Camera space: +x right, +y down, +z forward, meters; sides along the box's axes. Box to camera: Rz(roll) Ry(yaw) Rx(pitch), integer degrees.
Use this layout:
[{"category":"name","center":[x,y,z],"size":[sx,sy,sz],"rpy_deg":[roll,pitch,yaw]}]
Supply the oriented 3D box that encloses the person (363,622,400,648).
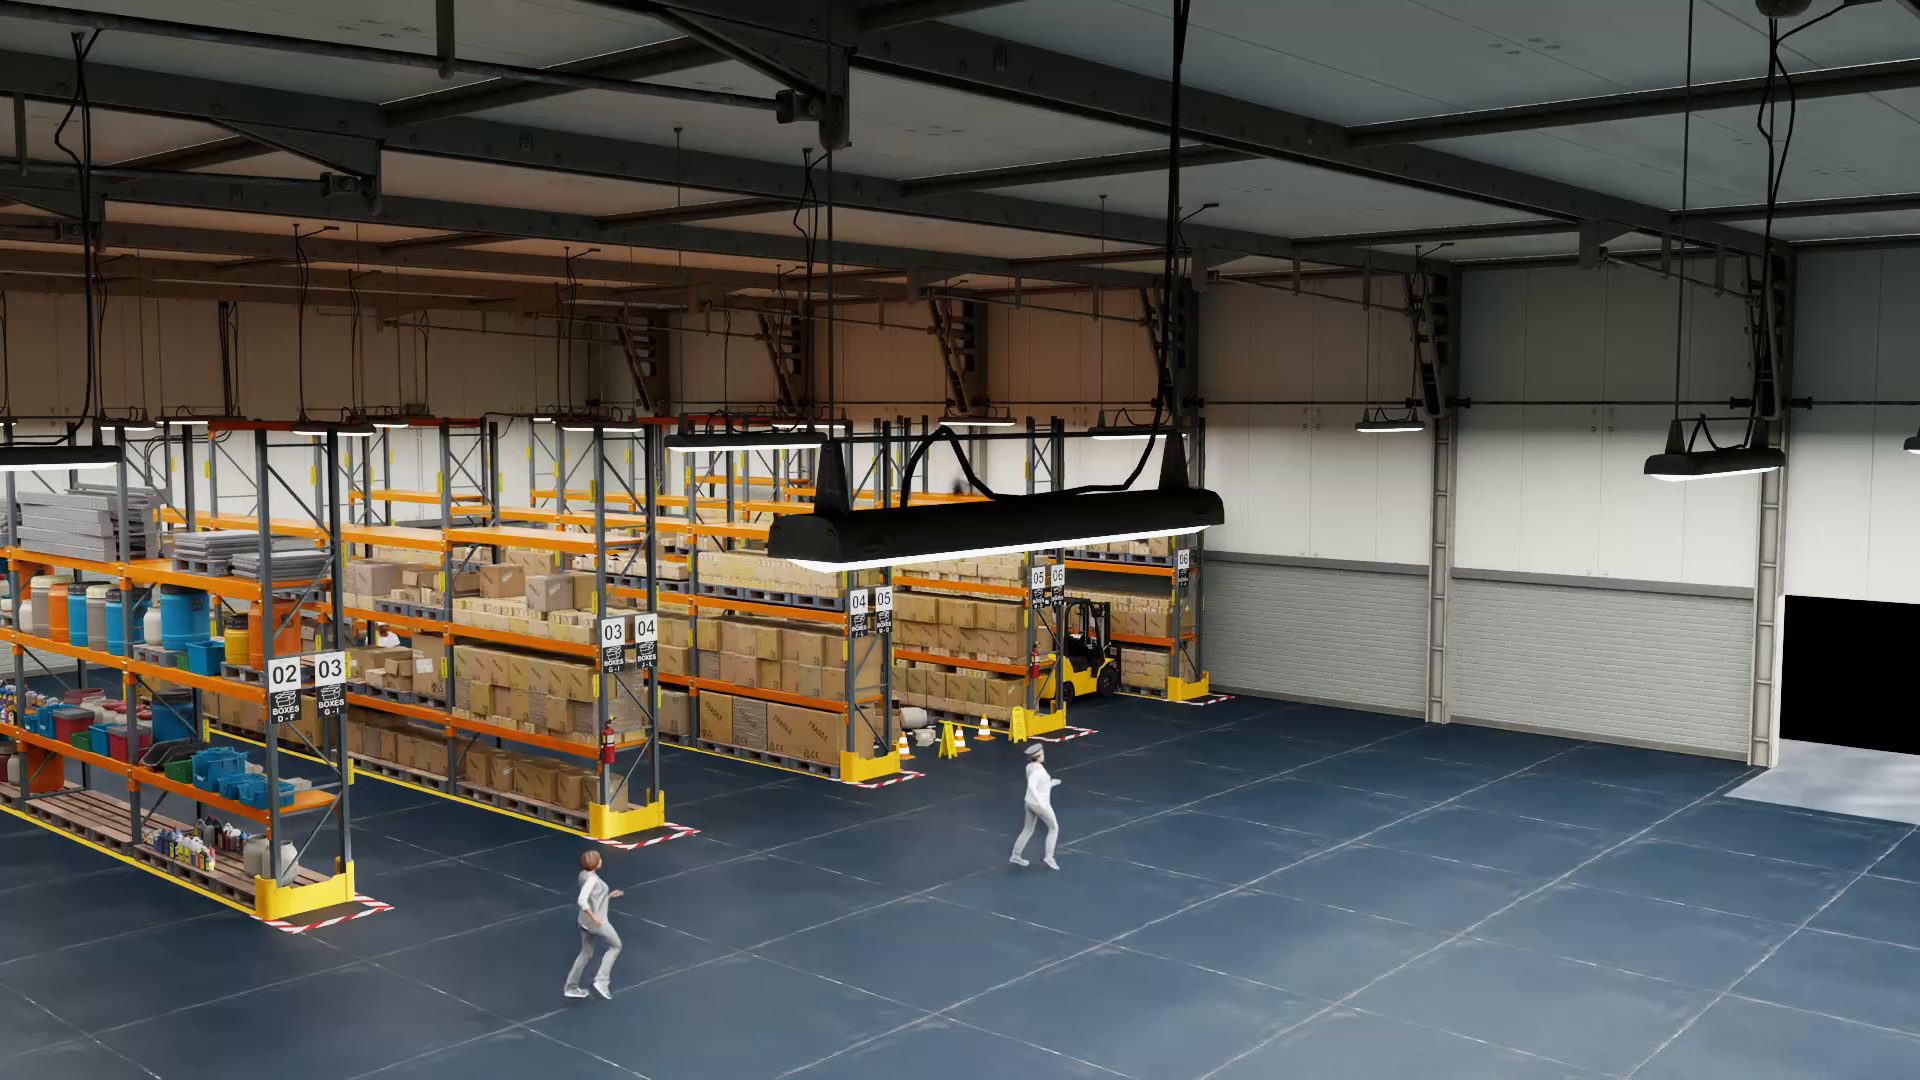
[{"category":"person","center":[-12.061,2.562,34.851],"size":[0.737,1.816,0.675],"rpy_deg":[5,7,44]}]

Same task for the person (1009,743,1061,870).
[{"category":"person","center":[1.037,3.621,22.475],"size":[0.752,1.755,0.584],"rpy_deg":[-2,5,-26]}]

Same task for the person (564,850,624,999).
[{"category":"person","center":[-3.860,4.071,17.568],"size":[0.682,1.617,0.503],"rpy_deg":[-3,6,-36]}]
